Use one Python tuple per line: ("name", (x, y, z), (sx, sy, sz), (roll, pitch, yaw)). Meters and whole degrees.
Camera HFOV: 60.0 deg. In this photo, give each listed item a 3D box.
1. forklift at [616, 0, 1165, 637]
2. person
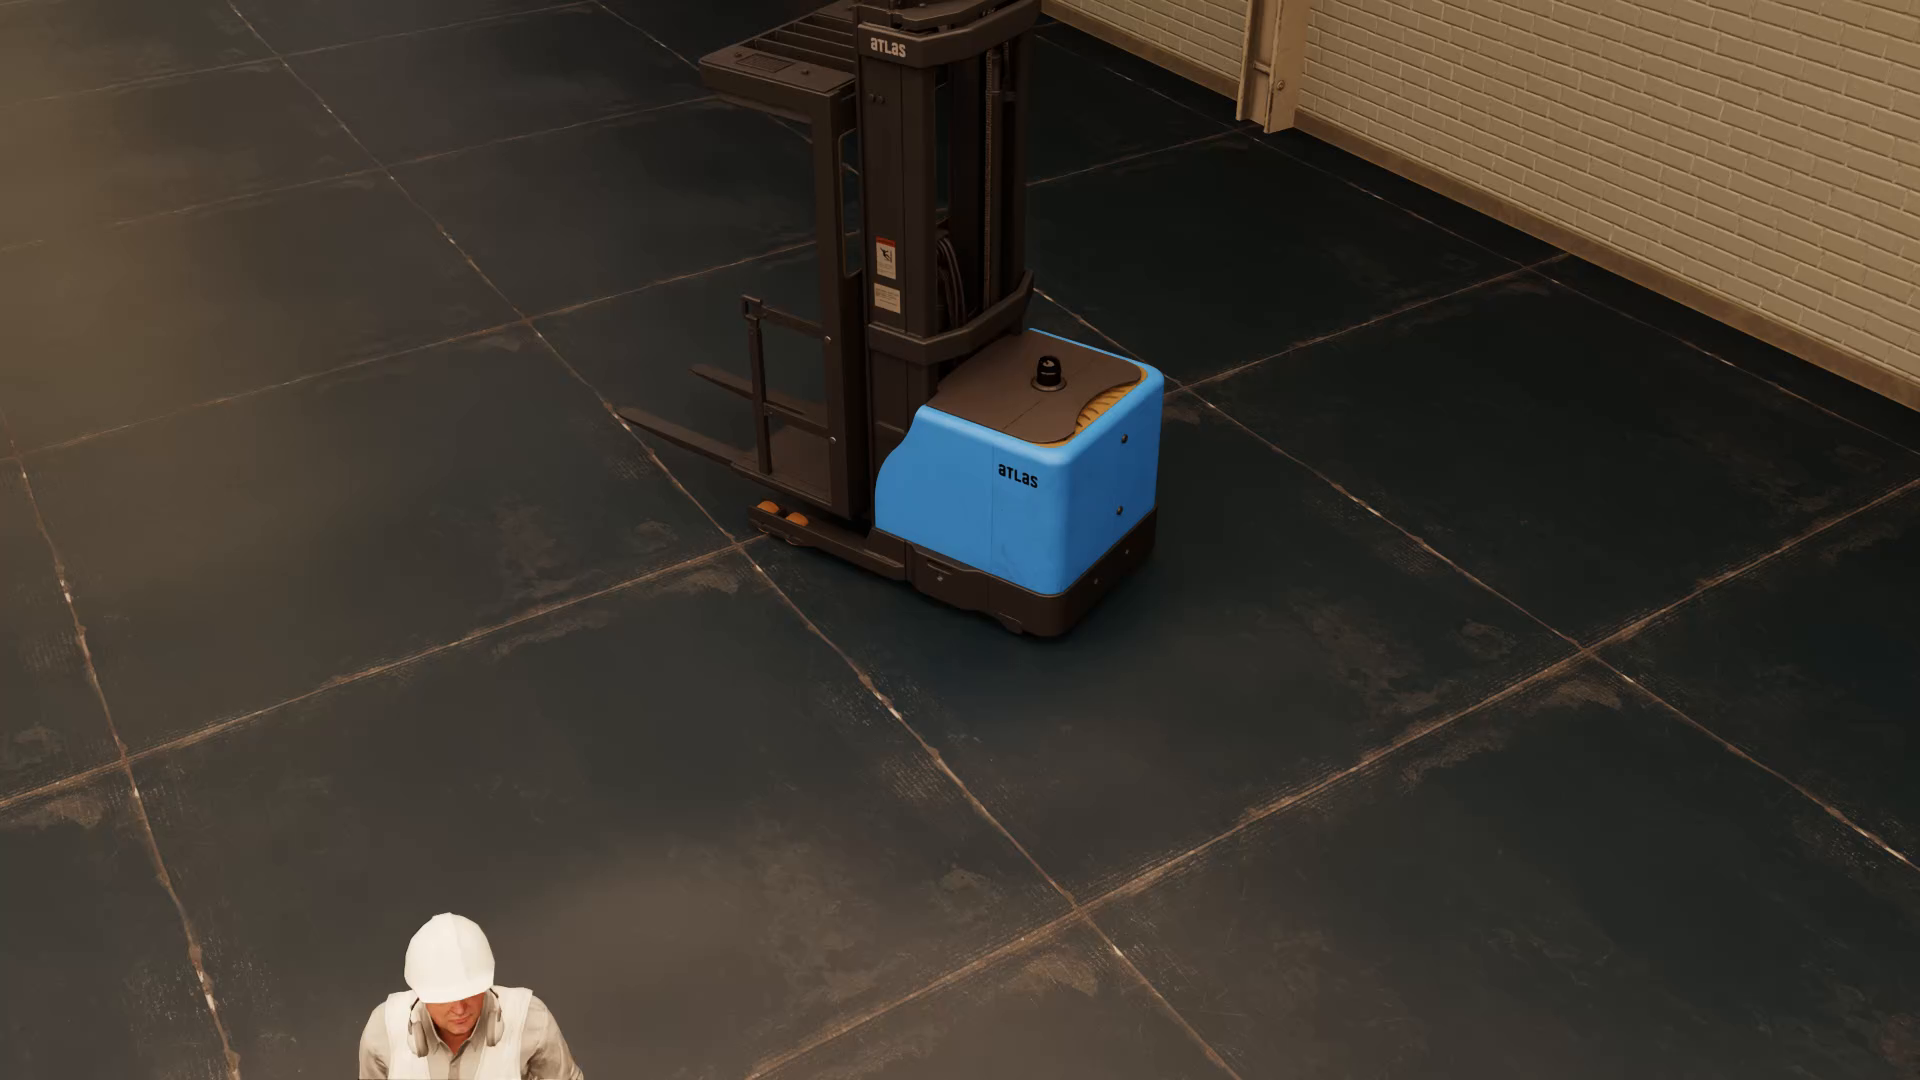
("forklift", (-0.500, -1.399, 8.138), (3.031, 2.935, 1.130), (22, 41, 28))
("person", (-1.330, 1.789, 4.595), (0.632, 1.773, 0.569), (-6, 36, -8))
